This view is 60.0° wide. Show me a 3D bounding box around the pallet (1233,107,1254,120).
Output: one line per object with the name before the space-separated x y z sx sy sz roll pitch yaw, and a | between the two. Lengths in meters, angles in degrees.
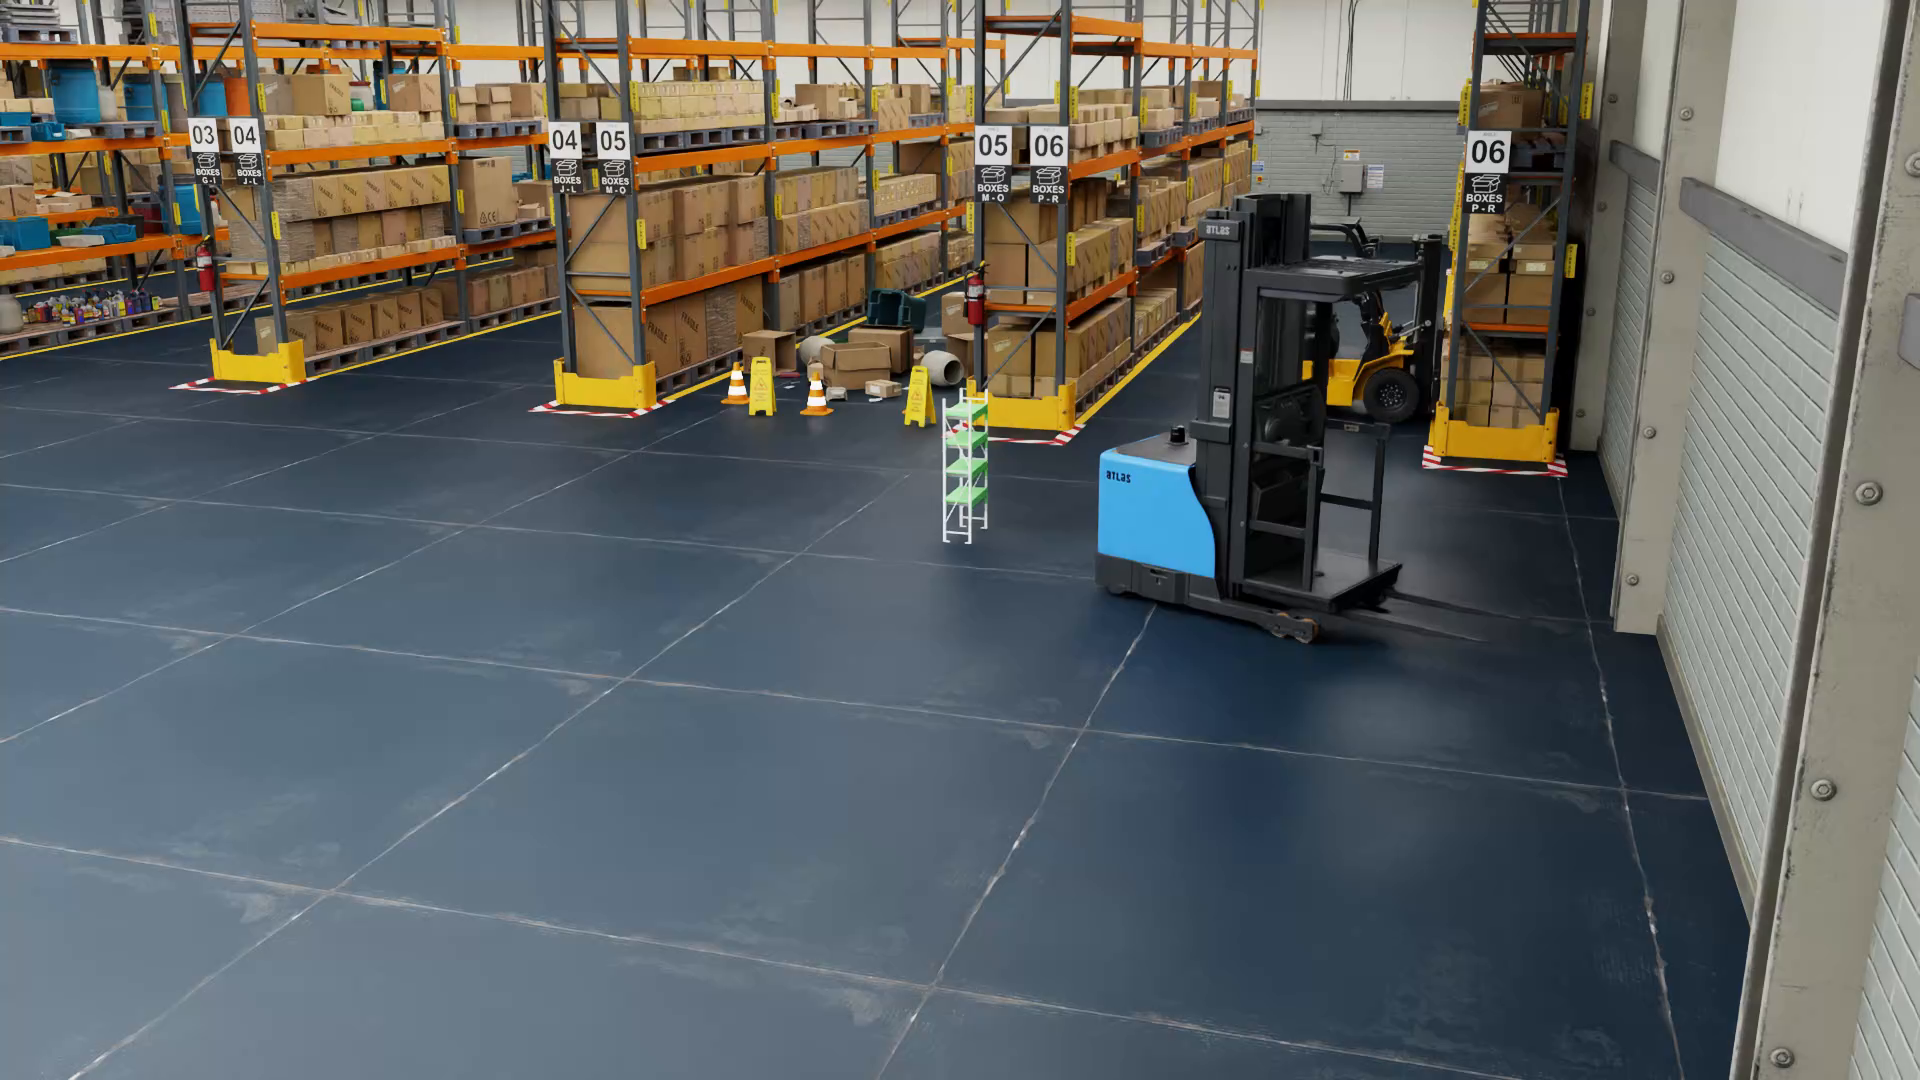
pallet | 4.991 -8.080 31.486 1.003 0.211 1.213 5 16 16

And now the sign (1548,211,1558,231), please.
sign | 7.074 -3.763 19.868 0.100 0.325 0.005 5 16 16

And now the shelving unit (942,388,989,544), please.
shelving unit | 0.047 -0.621 13.818 0.258 1.200 0.503 5 16 16

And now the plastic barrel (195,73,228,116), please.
plastic barrel | -12.160 -7.064 26.822 0.600 0.901 0.708 5 16 16

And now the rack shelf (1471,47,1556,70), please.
rack shelf | 7.110 -6.222 21.327 1.077 0.370 4.000 5 16 16

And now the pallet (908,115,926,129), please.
pallet | -1.289 -7.114 28.259 1.213 0.211 1.003 5 16 16

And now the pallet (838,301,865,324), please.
pallet | -2.153 -3.597 26.125 1.003 0.211 1.213 5 16 16

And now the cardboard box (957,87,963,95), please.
cardboard box | -0.161 -8.249 30.547 0.380 0.149 0.250 4 16 14

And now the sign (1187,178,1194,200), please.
sign | 3.441 -5.261 24.904 0.100 0.325 0.005 5 16 16

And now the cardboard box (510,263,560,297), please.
cardboard box | -6.900 -4.236 27.043 0.700 0.500 0.500 3 16 11

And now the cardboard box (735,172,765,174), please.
cardboard box | -4.338 -7.434 34.272 0.500 0.250 0.500 4 16 15

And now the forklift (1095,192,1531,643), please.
forklift | 2.468 -0.870 11.525 3.031 2.935 1.130 13 20 38

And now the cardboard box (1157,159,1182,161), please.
cardboard box | 3.536 -6.129 27.926 0.500 0.500 0.500 5 16 16

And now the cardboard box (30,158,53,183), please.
cardboard box | -19.583 -7.810 35.101 0.500 0.500 0.500 4 16 15

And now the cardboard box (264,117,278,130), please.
cardboard box | -8.557 -5.074 20.269 0.380 0.149 0.250 5 16 15

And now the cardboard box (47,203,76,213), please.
cardboard box | -16.071 -5.942 29.741 0.380 0.149 0.250 5 16 16

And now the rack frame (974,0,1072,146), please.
rack frame | 0.645 -5.575 16.993 1.000 3.000 0.127 5 16 16

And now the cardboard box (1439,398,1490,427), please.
cardboard box | 5.236 -1.331 17.296 0.500 0.250 0.500 5 17 16

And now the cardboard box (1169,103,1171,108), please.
cardboard box | 2.639 -6.026 23.896 0.700 0.500 0.500 5 16 16

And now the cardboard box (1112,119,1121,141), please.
cardboard box | 1.613 -4.848 19.658 0.500 0.250 0.500 4 16 15

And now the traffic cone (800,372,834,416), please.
traffic cone | -1.631 -1.678 18.897 0.336 0.463 0.334 5 16 16

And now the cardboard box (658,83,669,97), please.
cardboard box | -3.585 -5.197 19.205 0.380 0.149 0.250 4 16 15

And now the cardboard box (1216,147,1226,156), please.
cardboard box | 4.451 -6.800 29.103 0.380 0.149 0.250 5 17 17

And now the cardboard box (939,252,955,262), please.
cardboard box | -0.310 -5.229 30.678 0.380 0.149 0.250 5 17 18

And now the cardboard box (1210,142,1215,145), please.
cardboard box | 4.554 -7.368 31.106 0.380 0.149 0.250 5 17 16

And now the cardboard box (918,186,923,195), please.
cardboard box | -0.864 -6.085 28.931 0.380 0.149 0.250 4 16 14

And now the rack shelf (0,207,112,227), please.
rack shelf | -16.648 -5.450 28.865 1.077 0.370 4.000 5 16 16

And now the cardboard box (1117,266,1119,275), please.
cardboard box | 1.769 -3.379 20.704 0.380 0.149 0.250 5 17 16

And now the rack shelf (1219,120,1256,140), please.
rack shelf | 4.623 -7.448 30.414 1.077 0.370 4.000 5 16 16

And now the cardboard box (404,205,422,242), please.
cardboard box | -8.083 -4.454 23.307 0.875 0.500 0.500 5 16 16

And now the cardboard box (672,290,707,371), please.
cardboard box | -3.752 -2.639 20.760 0.875 0.875 0.875 4 16 15

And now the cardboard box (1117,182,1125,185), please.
cardboard box | 2.427 -4.938 24.245 0.500 0.500 0.500 6 17 19

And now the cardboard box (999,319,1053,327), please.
cardboard box | 0.768 -2.295 19.320 0.500 0.500 0.500 5 17 18

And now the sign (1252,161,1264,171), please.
sign | 6.743 -8.501 37.810 0.327 0.218 0.001 5 16 16

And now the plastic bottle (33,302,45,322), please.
plastic bottle | -13.406 -3.321 24.226 0.152 0.276 0.135 5 17 16

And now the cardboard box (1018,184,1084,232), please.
cardboard box | 1.053 -3.905 19.537 0.700 0.500 0.500 5 16 16

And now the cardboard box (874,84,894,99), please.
cardboard box | -1.296 -7.288 26.943 0.396 0.266 0.258 5 16 16

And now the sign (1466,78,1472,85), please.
sign | 9.432 -8.396 30.836 0.100 0.325 0.005 5 16 16

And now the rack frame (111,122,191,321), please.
rack frame | -12.469 -4.888 25.565 1.000 3.000 0.127 5 16 16

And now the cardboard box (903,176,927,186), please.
cardboard box | -0.797 -6.295 29.127 0.380 0.149 0.250 4 16 14

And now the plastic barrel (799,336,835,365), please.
plastic barrel | -1.845 -2.437 21.647 0.421 0.421 0.512 -10 19 -32

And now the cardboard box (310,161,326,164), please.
cardboard box | -14.101 -8.401 35.936 0.500 0.500 0.500 5 17 18

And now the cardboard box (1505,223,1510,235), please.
cardboard box | 6.847 -3.787 20.311 0.380 0.149 0.250 4 16 15

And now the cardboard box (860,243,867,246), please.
cardboard box | -1.780 -4.832 27.804 0.500 0.250 0.500 5 17 17

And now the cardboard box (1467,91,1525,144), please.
cardboard box | 5.297 -4.181 16.439 0.500 0.500 0.500 5 17 18

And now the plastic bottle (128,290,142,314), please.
plastic bottle | -12.430 -3.584 25.016 0.144 0.351 0.185 4 16 13

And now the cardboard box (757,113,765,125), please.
cardboard box | -2.790 -5.545 21.892 0.380 0.149 0.250 5 16 16

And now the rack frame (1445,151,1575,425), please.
rack frame | 5.405 -2.305 16.458 1.000 3.000 0.127 5 16 16

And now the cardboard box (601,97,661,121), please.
cardboard box | -3.747 -4.917 18.946 0.500 0.250 0.500 5 16 16

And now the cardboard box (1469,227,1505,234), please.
cardboard box | 5.735 -3.320 18.120 0.380 0.149 0.250 5 17 17

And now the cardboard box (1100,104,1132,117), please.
cardboard box | 1.901 -5.267 20.405 0.380 0.149 0.250 4 16 14

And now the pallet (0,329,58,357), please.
pallet | -13.393 -2.735 23.087 1.003 0.211 1.213 5 16 16

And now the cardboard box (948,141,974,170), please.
cardboard box | -0.052 -7.223 31.238 0.500 0.500 0.500 5 17 17

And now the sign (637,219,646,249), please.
sign | -3.599 -3.456 18.786 0.100 0.325 0.005 5 16 16

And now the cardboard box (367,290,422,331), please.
cardboard box | -8.027 -3.251 23.606 0.500 0.500 0.500 11 19 33

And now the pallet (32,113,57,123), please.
pallet | -16.187 -7.487 29.578 1.213 0.211 1.003 5 17 18
